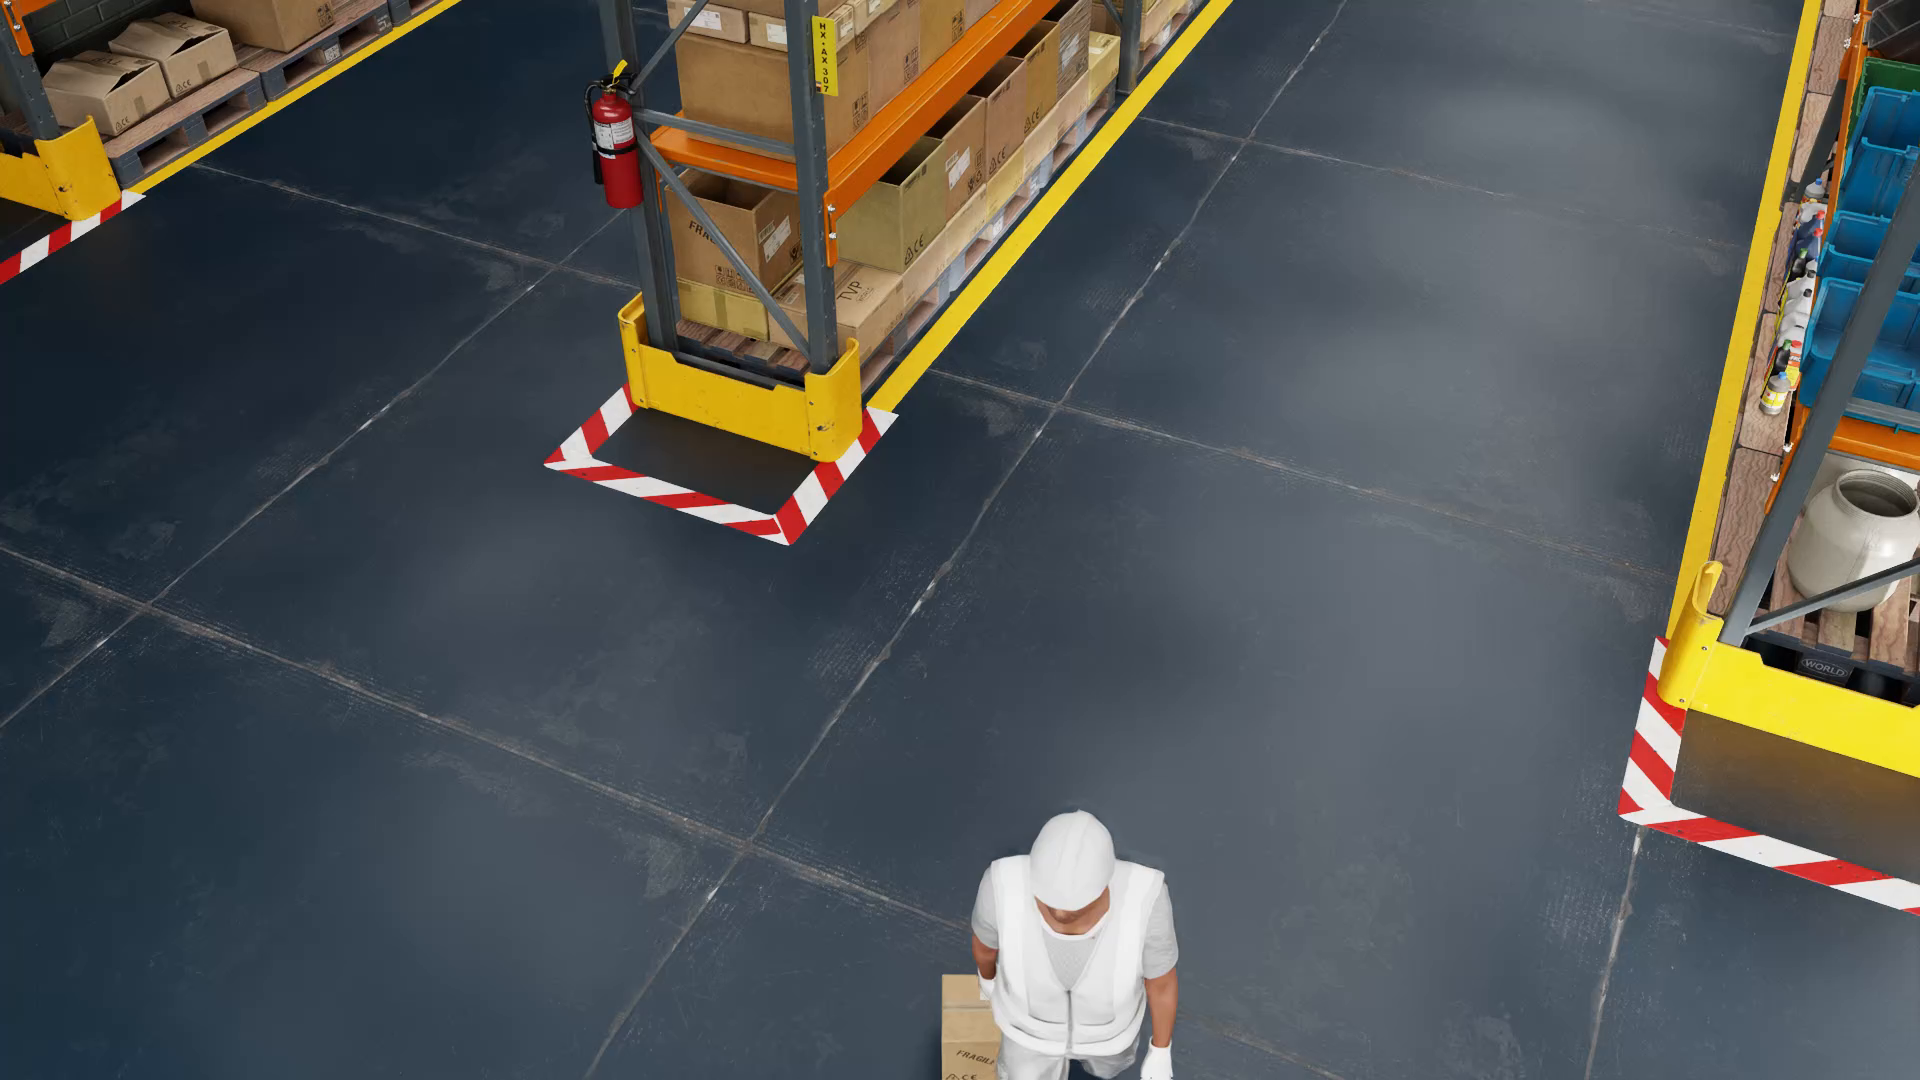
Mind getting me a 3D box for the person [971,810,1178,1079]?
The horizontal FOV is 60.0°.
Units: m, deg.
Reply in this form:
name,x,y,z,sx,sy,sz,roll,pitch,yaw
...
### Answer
name,x,y,z,sx,sy,sz,roll,pitch,yaw
person,0.310,1.292,4.690,0.559,1.738,1.057,0,42,0
